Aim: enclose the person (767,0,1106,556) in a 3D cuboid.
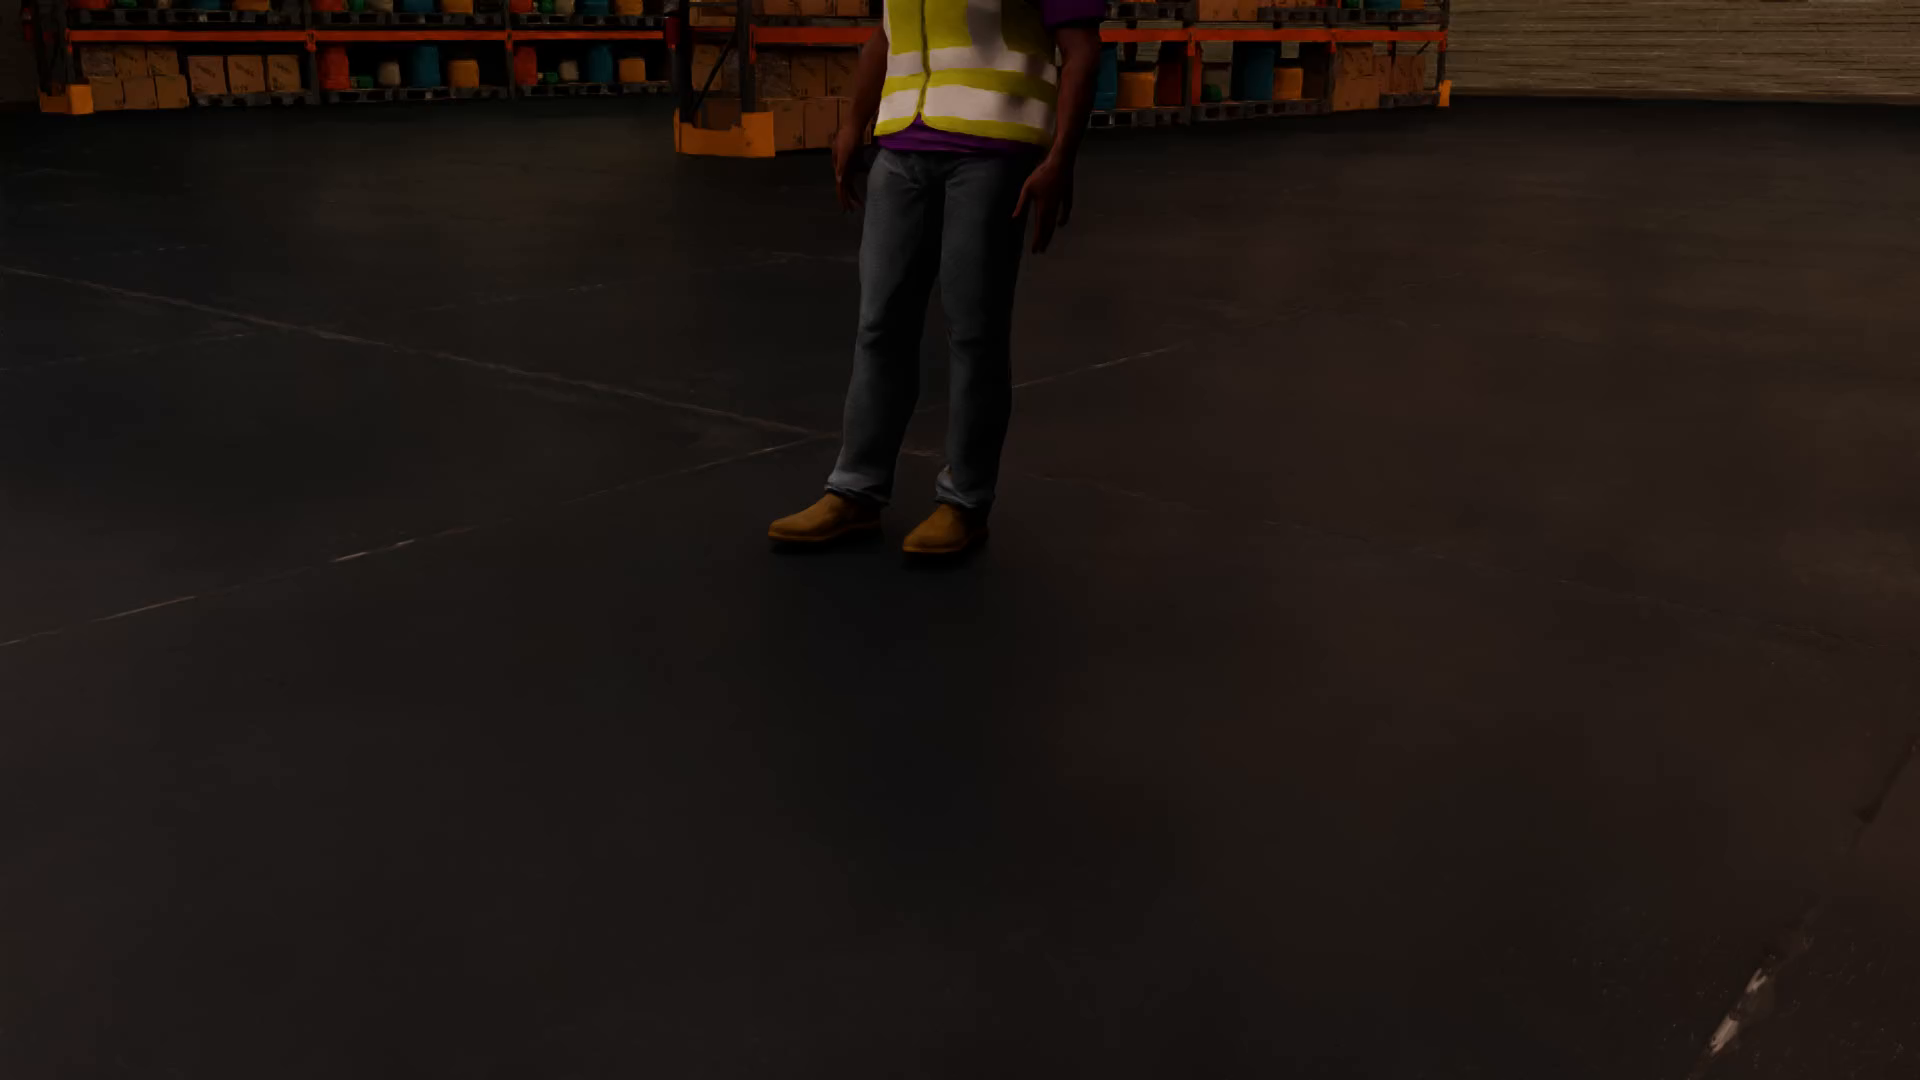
[{"bbox_3d":[-0.049,-0.837,3.635,0.665,1.766,0.576,13,21,37],"label":"person"}]
